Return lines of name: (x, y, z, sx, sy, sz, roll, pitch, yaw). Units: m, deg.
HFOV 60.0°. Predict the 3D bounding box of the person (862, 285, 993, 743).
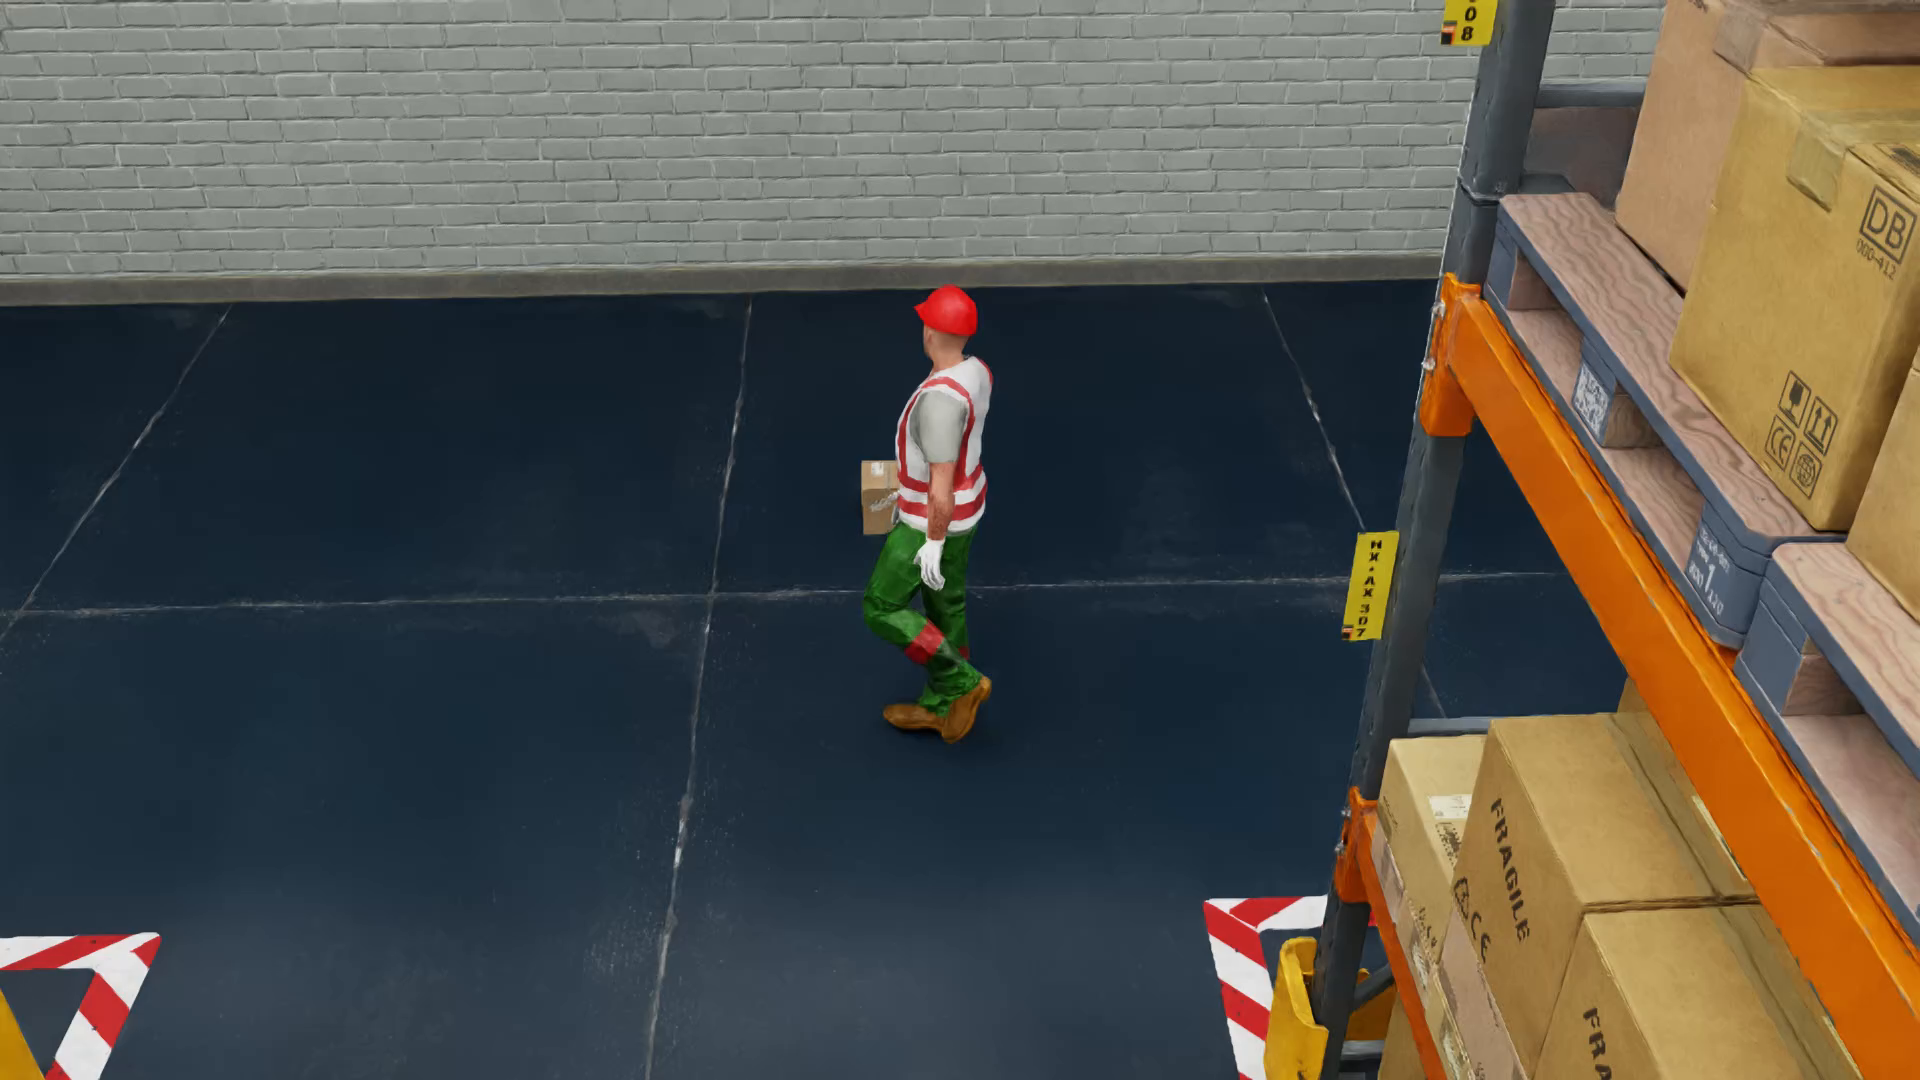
person: (-0.061, -0.074, 6.240, 0.525, 1.747, 0.692, 11, 36, 15)
